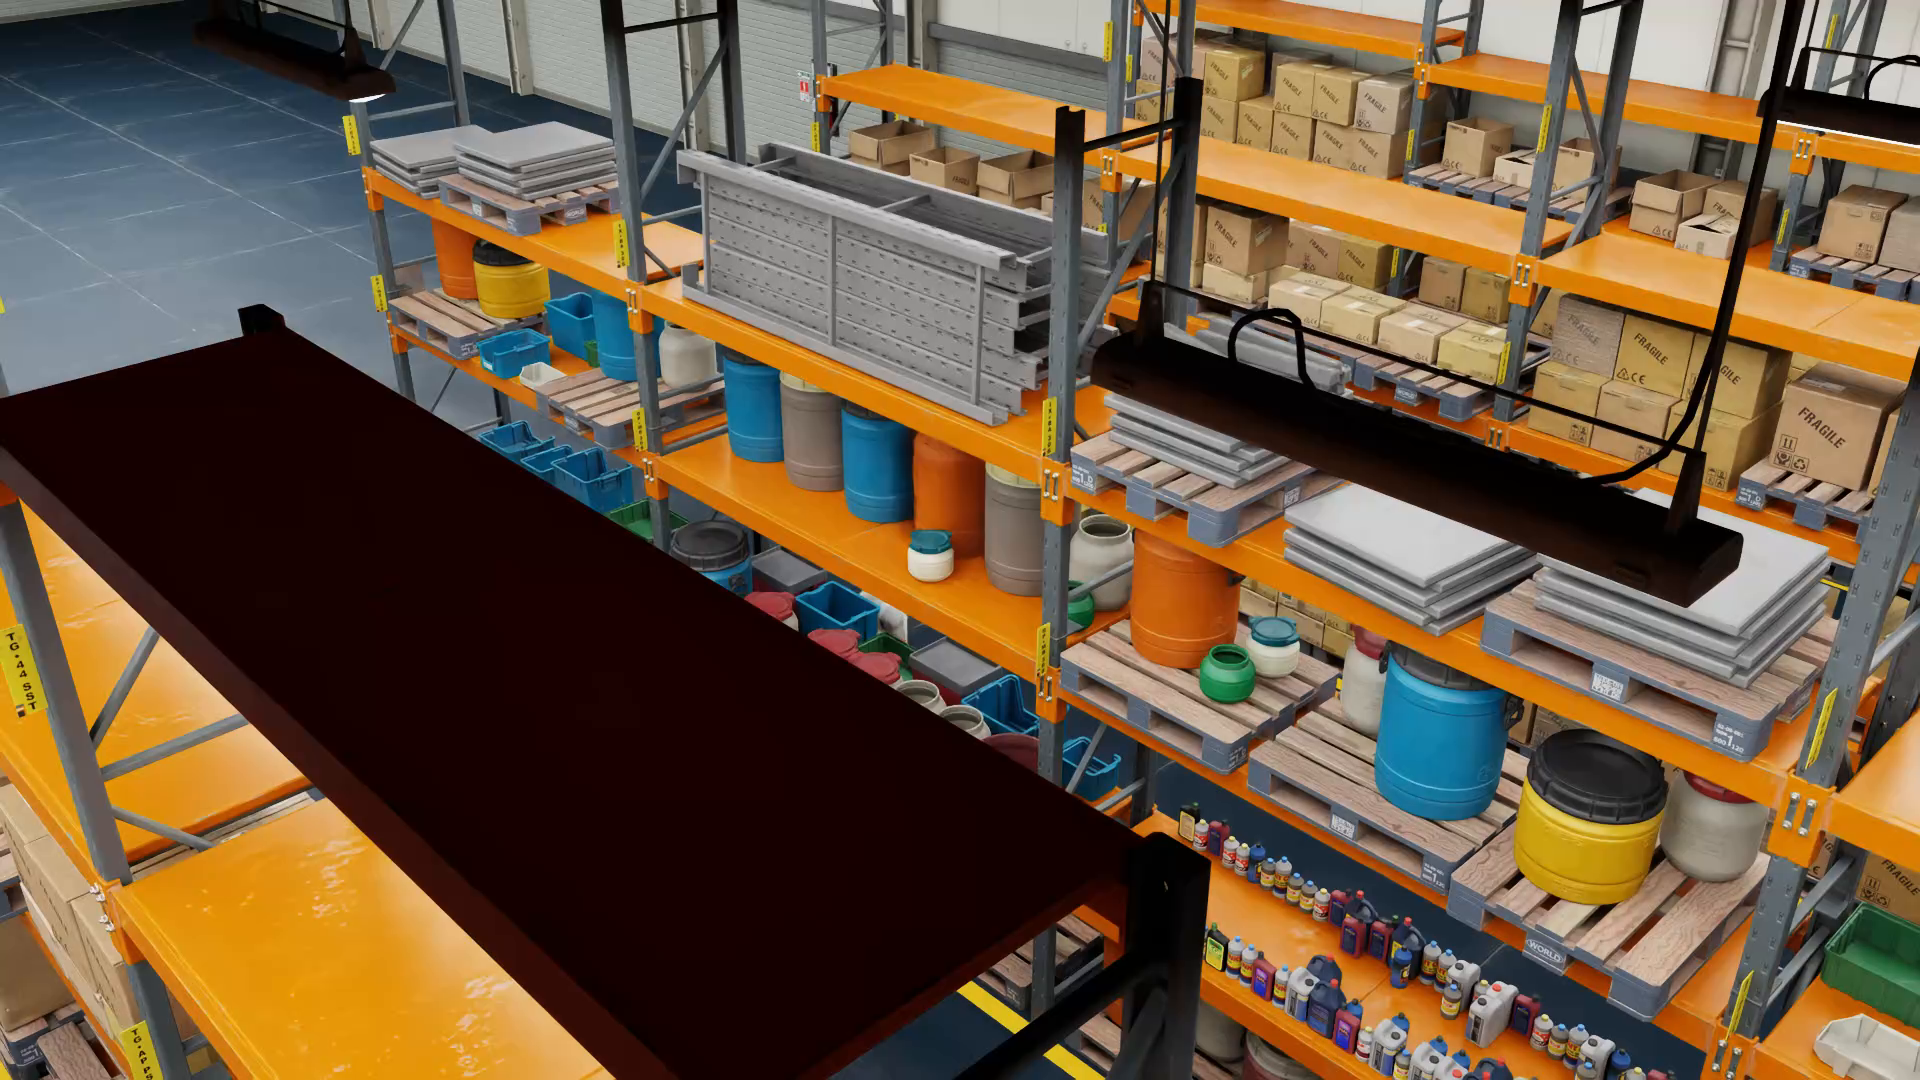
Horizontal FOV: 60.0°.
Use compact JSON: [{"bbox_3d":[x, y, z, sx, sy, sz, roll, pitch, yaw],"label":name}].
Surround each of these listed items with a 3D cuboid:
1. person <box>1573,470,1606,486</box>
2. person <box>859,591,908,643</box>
[{"bbox_3d":[5.875,-0.172,15.391,0.704,1.713,0.626,21,35,34],"label":"person"},{"bbox_3d":[-0.481,0.904,13.250,1.023,1.706,0.571,-12,30,-21],"label":"person"}]
